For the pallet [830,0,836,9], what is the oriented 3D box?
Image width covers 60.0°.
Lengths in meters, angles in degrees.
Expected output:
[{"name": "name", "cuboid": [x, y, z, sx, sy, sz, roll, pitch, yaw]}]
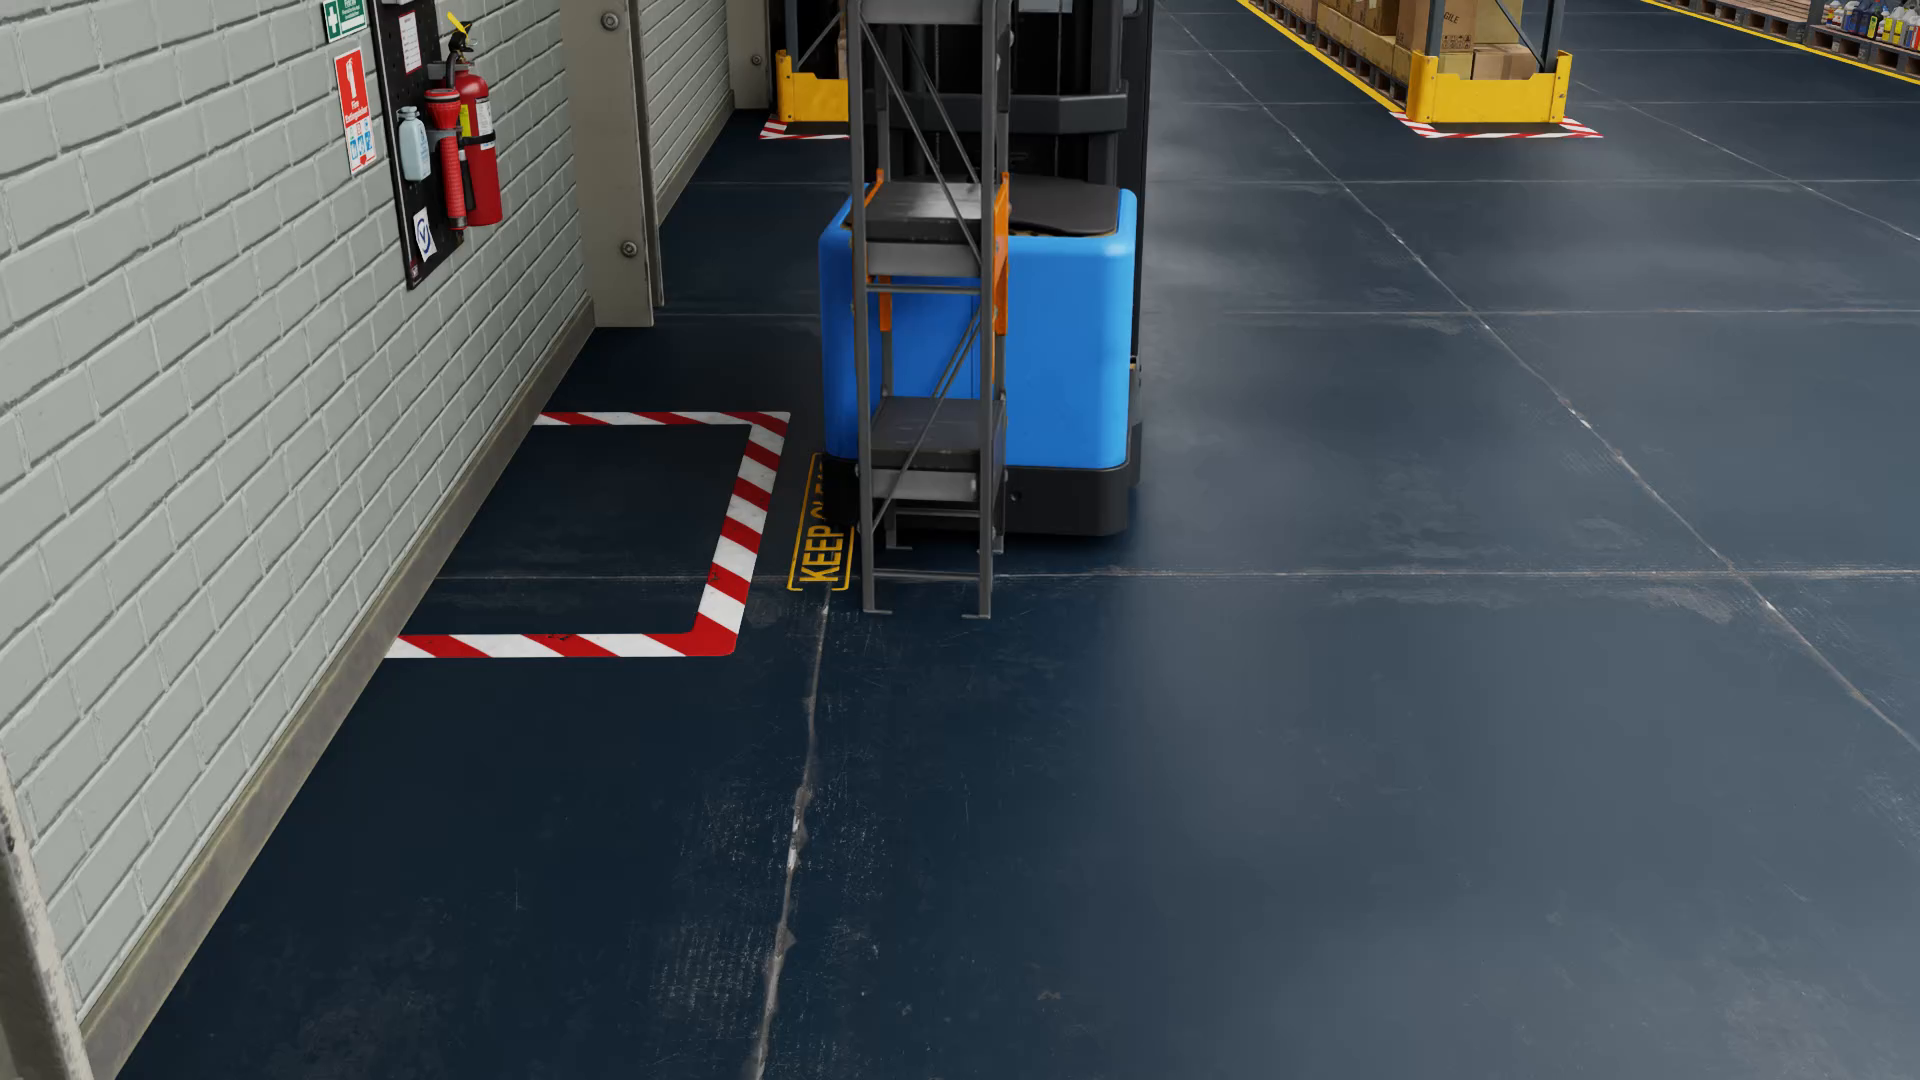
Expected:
[{"name": "pallet", "cuboid": [-0.907, -5.868, 18.469, 1.003, 0.211, 1.213, 0, 24, -1]}]

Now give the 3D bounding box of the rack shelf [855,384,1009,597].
[{"name": "rack shelf", "cuboid": [-0.079, -0.166, 5.302, 0.431, 0.518, 0.480, 3, 24, 6]}]

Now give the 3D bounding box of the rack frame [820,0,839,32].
[{"name": "rack frame", "cuboid": [-0.881, -6.314, 16.071, 1.000, 3.000, 0.127, 0, 24, -1]}]

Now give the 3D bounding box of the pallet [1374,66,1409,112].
[{"name": "pallet", "cuboid": [4.066, -3.734, 13.750, 1.003, 0.211, 1.213, 0, 24, -1]}]

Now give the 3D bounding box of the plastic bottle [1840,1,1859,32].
[{"name": "plastic bottle", "cuboid": [8.622, -5.052, 16.051, 0.152, 0.276, 0.135, 1, 24, 1]}]

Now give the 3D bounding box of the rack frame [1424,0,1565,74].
[{"name": "rack frame", "cuboid": [4.116, -4.690, 12.479, 1.000, 3.000, 0.127, 0, 24, -1]}]

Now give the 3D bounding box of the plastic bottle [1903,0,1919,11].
[{"name": "plastic bottle", "cuboid": [9.177, -5.088, 16.039, 0.144, 0.351, 0.185, 0, 24, -1]}]

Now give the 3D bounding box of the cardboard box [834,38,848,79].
[{"name": "cardboard box", "cuboid": [-0.755, -3.927, 13.521, 0.500, 0.311, 0.500, -3, 25, -7]}]

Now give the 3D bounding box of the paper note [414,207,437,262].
[{"name": "paper note", "cuboid": [-1.722, -0.985, 5.357, 0.016, 0.148, 0.142, 0, 24, -1]}]

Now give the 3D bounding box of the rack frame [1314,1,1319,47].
[{"name": "rack frame", "cuboid": [4.073, -6.338, 16.124, 1.000, 3.000, 0.127, 0, 24, -1]}]

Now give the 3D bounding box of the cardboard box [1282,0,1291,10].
[{"name": "cardboard box", "cuboid": [3.769, -5.865, 17.906, 0.500, 0.250, 0.500, 0, 24, 1]}]

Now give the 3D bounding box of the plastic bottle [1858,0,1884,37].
[{"name": "plastic bottle", "cuboid": [8.622, -4.940, 15.713, 0.144, 0.351, 0.185, -1, 24, -3]}]

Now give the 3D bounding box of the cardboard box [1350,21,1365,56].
[{"name": "cardboard box", "cuboid": [3.787, -4.466, 14.812, 0.500, 0.250, 0.500, 0, 24, -1]}]

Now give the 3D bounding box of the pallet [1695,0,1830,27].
[{"name": "pallet", "cuboid": [8.962, -5.916, 18.574, 1.003, 0.211, 1.213, 0, 24, -1]}]

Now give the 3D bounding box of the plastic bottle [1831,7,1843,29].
[{"name": "plastic bottle", "cuboid": [8.592, -5.109, 16.268, 0.097, 0.201, 0.097, 0, 24, 0]}]

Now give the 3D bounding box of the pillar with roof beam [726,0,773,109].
[{"name": "pillar with roof beam", "cuboid": [2.595, -7.703, 11.862, 9.100, 9.000, 0.400, 0, 24, -1]}]

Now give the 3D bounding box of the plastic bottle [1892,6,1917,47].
[{"name": "plastic bottle", "cuboid": [8.628, -4.688, 15.156, 0.144, 0.351, 0.185, 1, 24, 2]}]

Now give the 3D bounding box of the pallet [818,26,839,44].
[{"name": "pallet", "cuboid": [-0.838, -4.767, 16.034, 1.003, 0.211, 1.213, 0, 24, -1]}]

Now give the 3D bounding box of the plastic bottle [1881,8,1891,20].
[{"name": "plastic bottle", "cuboid": [8.661, -4.843, 15.596, 0.097, 0.271, 0.097, 0, 24, 0]}]

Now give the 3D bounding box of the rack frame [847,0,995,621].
[{"name": "rack frame", "cuboid": [-0.105, -0.717, 4.787, 0.400, 2.100, 0.015, 3, 24, 6]}]

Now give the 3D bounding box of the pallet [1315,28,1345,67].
[{"name": "pallet", "cuboid": [4.039, -4.740, 15.973, 1.003, 0.211, 1.213, 0, 24, -1]}]

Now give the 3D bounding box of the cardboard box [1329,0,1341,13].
[{"name": "cardboard box", "cuboid": [3.778, -5.220, 15.568, 0.500, 0.500, 0.500, 0, 24, -1]}]

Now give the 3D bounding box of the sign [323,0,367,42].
[{"name": "sign", "cuboid": [-1.744, -1.491, 4.720, 0.001, 0.109, 0.331, 0, 24, -1]}]

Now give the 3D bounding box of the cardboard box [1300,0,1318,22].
[{"name": "cardboard box", "cuboid": [3.778, -5.446, 16.979, 0.500, 0.250, 0.500, 0, 24, -1]}]

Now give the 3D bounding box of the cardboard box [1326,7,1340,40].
[{"name": "cardboard box", "cuboid": [3.775, -4.878, 15.723, 0.500, 0.250, 0.500, 0, 24, -1]}]

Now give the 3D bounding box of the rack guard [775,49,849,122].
[{"name": "rack guard", "cuboid": [-0.838, -3.558, 13.011, 1.175, 0.500, 0.348, 0, 24, -1]}]

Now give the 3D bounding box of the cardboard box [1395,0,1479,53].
[{"name": "cardboard box", "cuboid": [3.813, -4.190, 13.291, 0.500, 0.500, 0.500, 0, 24, -1]}]

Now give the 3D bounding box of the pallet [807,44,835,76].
[{"name": "pallet", "cuboid": [-0.822, -4.263, 14.920, 1.003, 0.211, 1.213, 0, 24, -1]}]

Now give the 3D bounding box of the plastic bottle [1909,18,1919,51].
[{"name": "plastic bottle", "cuboid": [8.636, -4.529, 14.895, 0.152, 0.276, 0.135, 0, 24, 0]}]

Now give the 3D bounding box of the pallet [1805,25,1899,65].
[{"name": "pallet", "cuboid": [8.991, -4.811, 16.132, 1.003, 0.211, 1.213, 0, 24, -1]}]

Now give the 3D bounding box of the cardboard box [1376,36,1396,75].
[{"name": "cardboard box", "cuboid": [3.798, -4.054, 13.900, 0.500, 0.250, 0.500, 0, 24, -1]}]

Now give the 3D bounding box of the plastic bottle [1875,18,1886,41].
[{"name": "plastic bottle", "cuboid": [8.601, -4.755, 15.486, 0.097, 0.201, 0.097, 0, 24, 0]}]

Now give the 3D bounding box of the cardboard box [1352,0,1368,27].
[{"name": "cardboard box", "cuboid": [3.783, -4.808, 14.657, 0.500, 0.500, 0.500, 0, 24, -1]}]

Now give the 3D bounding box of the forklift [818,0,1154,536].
[{"name": "forklift", "cuboid": [0.199, -1.921, 6.440, 1.130, 2.935, 3.031, 3, 24, 6]}]

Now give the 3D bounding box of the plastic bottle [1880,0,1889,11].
[{"name": "plastic bottle", "cuboid": [8.764, -5.018, 15.887, 0.144, 0.351, 0.185, 0, 24, -1]}]

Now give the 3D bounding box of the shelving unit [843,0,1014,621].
[{"name": "shelving unit", "cuboid": [-0.079, -0.817, 5.008, 0.431, 2.100, 0.503, 3, 24, 6]}]

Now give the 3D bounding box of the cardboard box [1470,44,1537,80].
[{"name": "cardboard box", "cuboid": [4.333, -3.850, 13.450, 0.500, 0.250, 0.500, 0, 24, -1]}]

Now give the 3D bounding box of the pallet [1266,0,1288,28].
[{"name": "pallet", "cuboid": [4.009, -5.875, 18.483, 1.003, 0.211, 1.213, 0, 24, -1]}]

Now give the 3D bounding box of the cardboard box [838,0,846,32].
[{"name": "cardboard box", "cuboid": [-0.719, -4.550, 14.671, 0.700, 0.500, 0.500, -2, 24, -4]}]
